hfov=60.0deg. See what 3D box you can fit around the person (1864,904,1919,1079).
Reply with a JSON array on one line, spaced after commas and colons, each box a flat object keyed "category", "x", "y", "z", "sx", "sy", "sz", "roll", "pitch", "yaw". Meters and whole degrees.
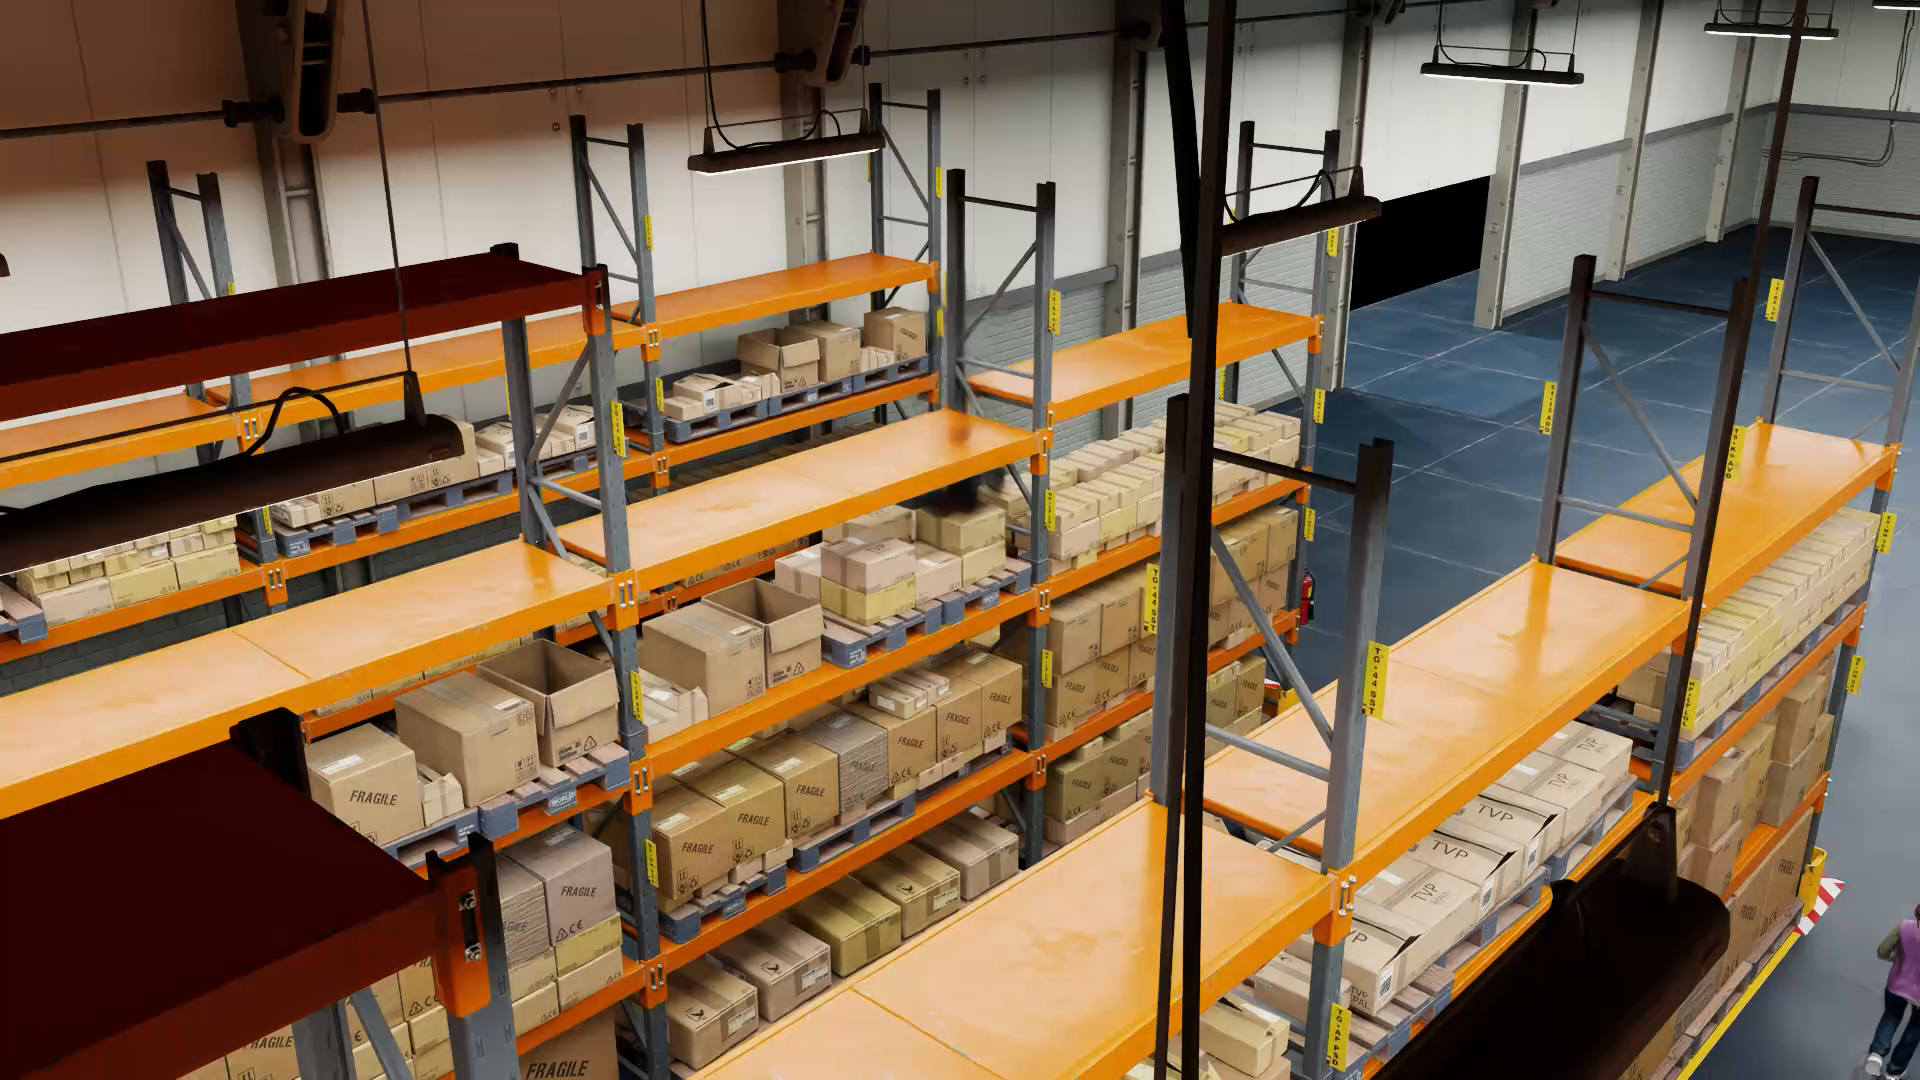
[{"category": "person", "x": 6.689, "y": 3.183, "z": 11.675, "sx": 0.535, "sy": 1.548, "sz": 0.567, "roll": 19, "pitch": 28, "yaw": 40}]
